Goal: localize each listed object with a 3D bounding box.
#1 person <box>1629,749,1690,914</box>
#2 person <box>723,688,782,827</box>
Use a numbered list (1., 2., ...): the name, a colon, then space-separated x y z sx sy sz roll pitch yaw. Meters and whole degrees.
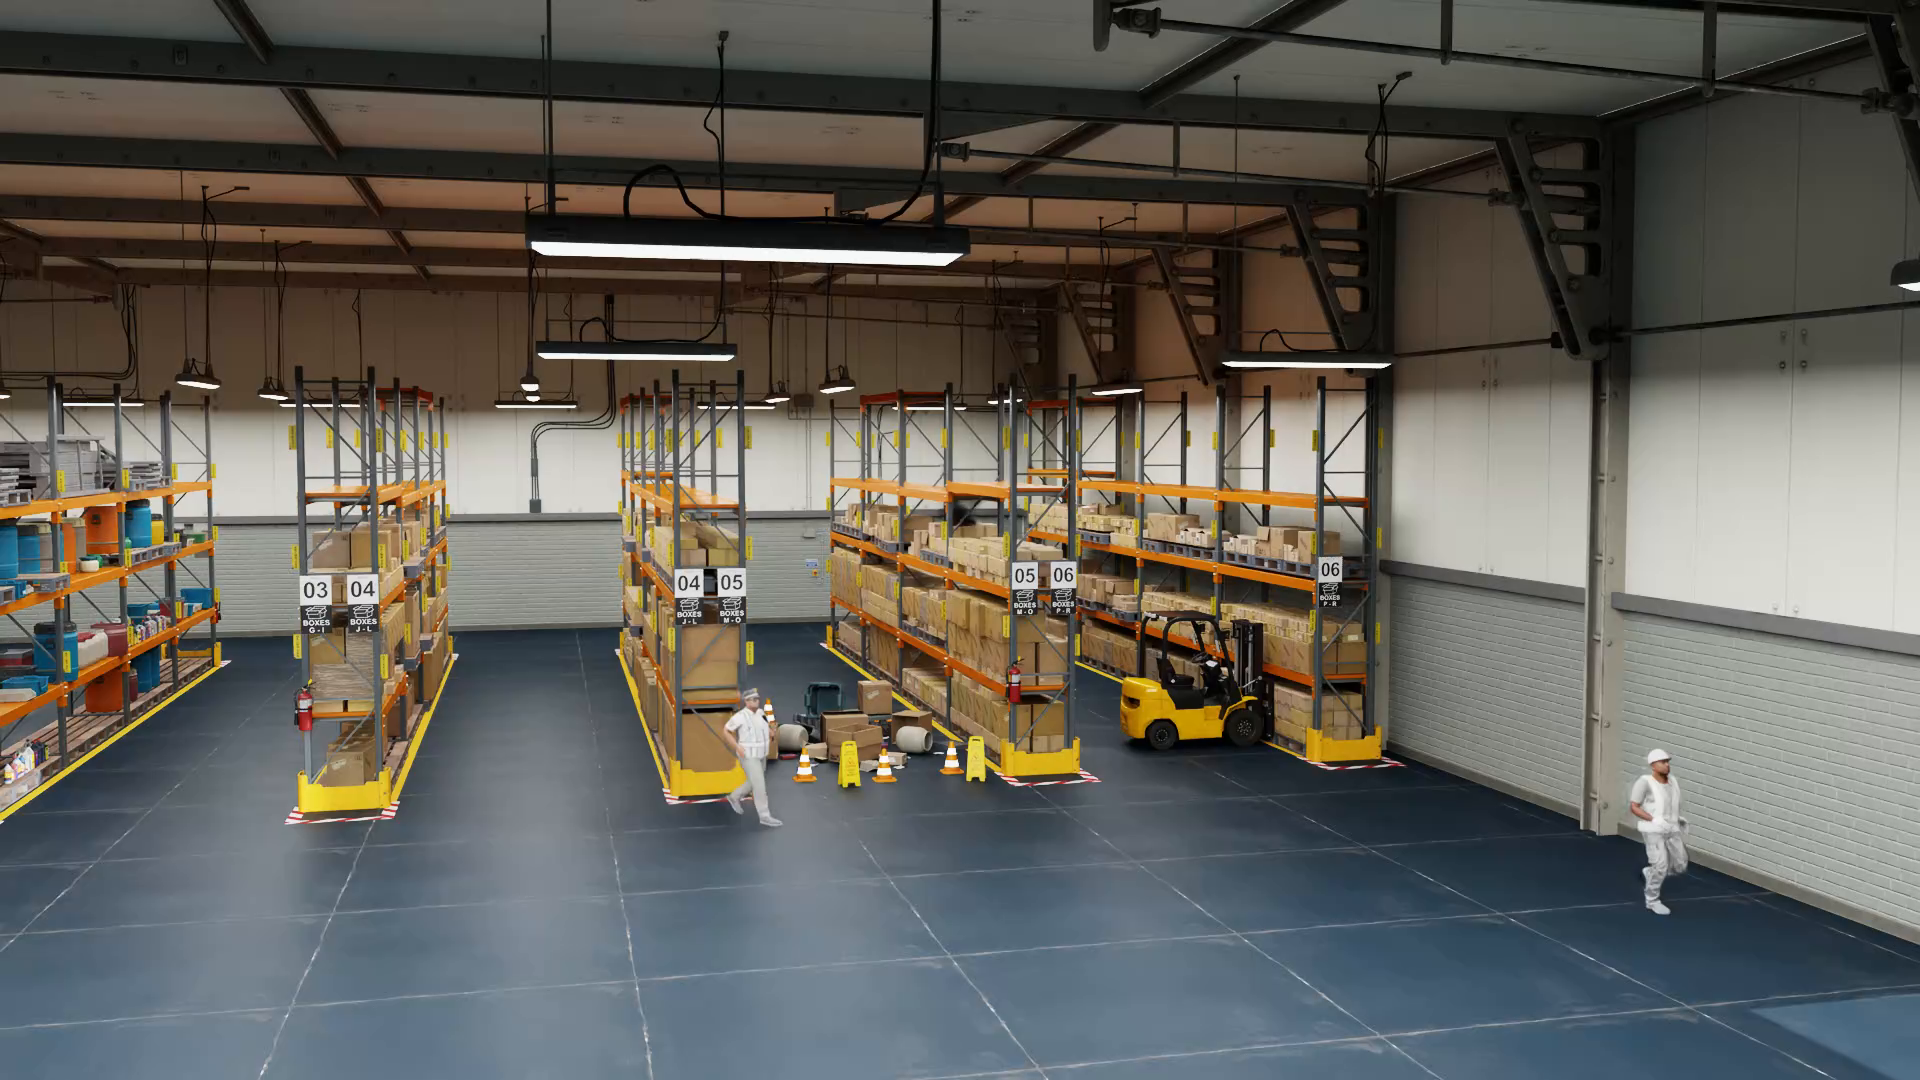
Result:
1. person: 7.429 3.085 17.655 0.685 1.734 0.597 -1 4 -22
2. person: -2.698 2.801 21.699 0.966 1.759 0.667 2 4 30
